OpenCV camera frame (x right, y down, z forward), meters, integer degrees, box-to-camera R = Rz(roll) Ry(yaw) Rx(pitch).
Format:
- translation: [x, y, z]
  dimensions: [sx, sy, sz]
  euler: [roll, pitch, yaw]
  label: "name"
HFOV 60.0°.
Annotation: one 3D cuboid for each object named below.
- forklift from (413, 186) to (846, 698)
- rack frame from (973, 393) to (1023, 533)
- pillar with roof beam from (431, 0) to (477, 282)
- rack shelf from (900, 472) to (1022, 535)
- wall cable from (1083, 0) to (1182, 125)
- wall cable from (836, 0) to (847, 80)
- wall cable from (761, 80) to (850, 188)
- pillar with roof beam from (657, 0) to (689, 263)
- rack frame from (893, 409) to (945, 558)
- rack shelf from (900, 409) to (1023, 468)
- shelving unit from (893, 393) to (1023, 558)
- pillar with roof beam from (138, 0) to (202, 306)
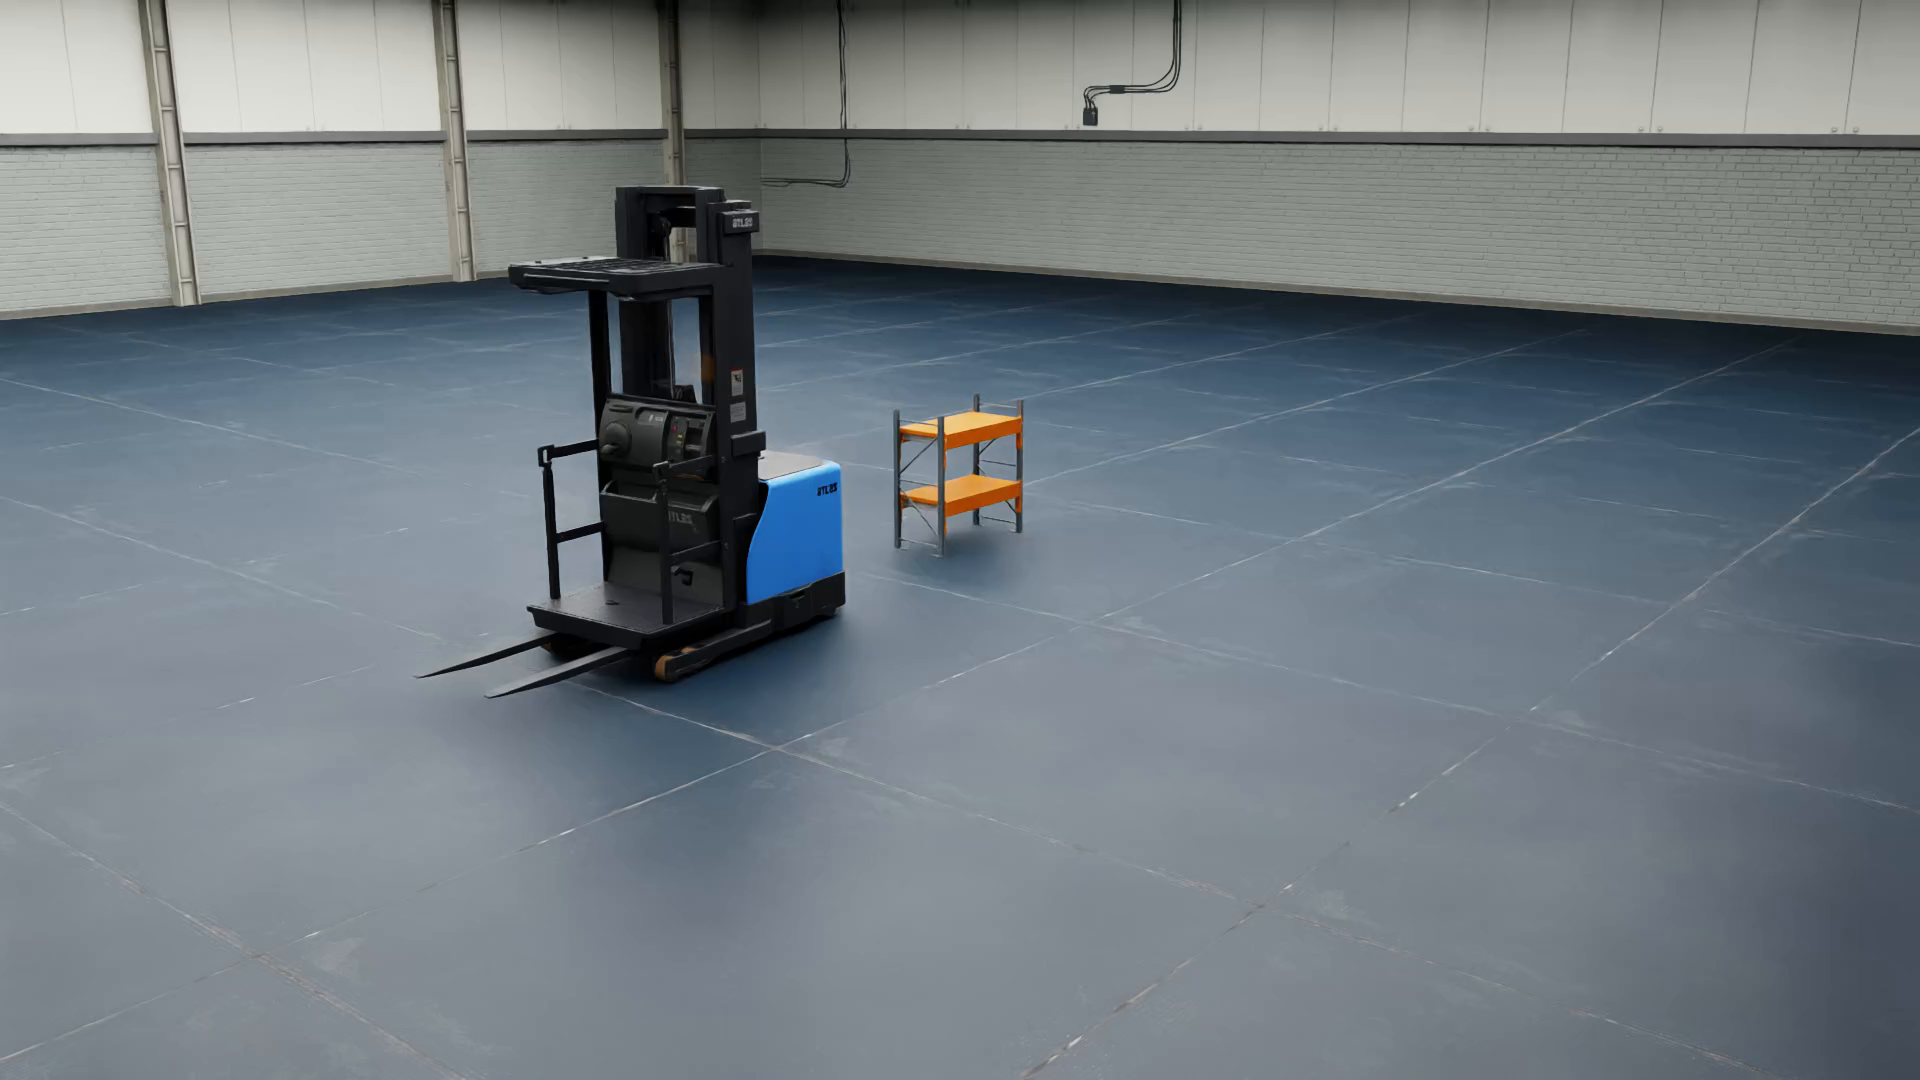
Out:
- translation: [-2.042, -0.681, 10.352]
  dimensions: [1.130, 2.935, 3.031]
  euler: [10, 17, 33]
  label: "forklift"
- translation: [0.315, -0.641, 13.863]
  dimensions: [0.500, 1.125, 0.032]
  euler: [11, 18, 38]
  label: "rack frame"
- translation: [-7.151, -9.186, 31.507]
  dimensions: [9.100, 9.000, 0.400]
  euler: [11, 18, 38]
  label: "pillar with roof beam"
- translation: [-0.004, -0.307, 13.540]
  dimensions: [0.538, 0.278, 1.000]
  euler: [11, 18, 38]
  label: "rack shelf"
- translation: [3.526, -11.537, 33.854]
  dimensions: [2.305, 6.003, 0.169]
  euler: [11, 18, 38]
  label: "wall cable"
- translation: [-1.744, -11.885, 38.180]
  dimensions: [3.097, 2.526, 0.112]
  euler: [11, 18, 38]
  label: "wall cable"
- translation: [-3.848, -9.856, 40.450]
  dimensions: [3.097, 2.526, 0.112]
  euler: [11, 18, 38]
  label: "wall cable"
- translation: [-3.380, -10.335, 36.030]
  dimensions: [9.100, 9.000, 0.400]
  euler: [11, 18, 38]
  label: "pillar with roof beam"
- translation: [-0.324, -0.447, 13.096]
  dimensions: [0.500, 1.125, 0.032]
  euler: [11, 18, 38]
  label: "rack frame"
- translation: [-0.004, -0.828, 13.407]
  dimensions: [0.538, 0.278, 1.000]
  euler: [11, 18, 38]
  label: "rack shelf"
- translation: [-0.004, -0.544, 13.479]
  dimensions: [0.538, 1.125, 1.048]
  euler: [11, 18, 38]
  label: "shelving unit"
- translation: [-10.922, -8.037, 26.983]
  dimensions: [9.100, 9.000, 0.400]
  euler: [11, 18, 38]
  label: "pillar with roof beam"
